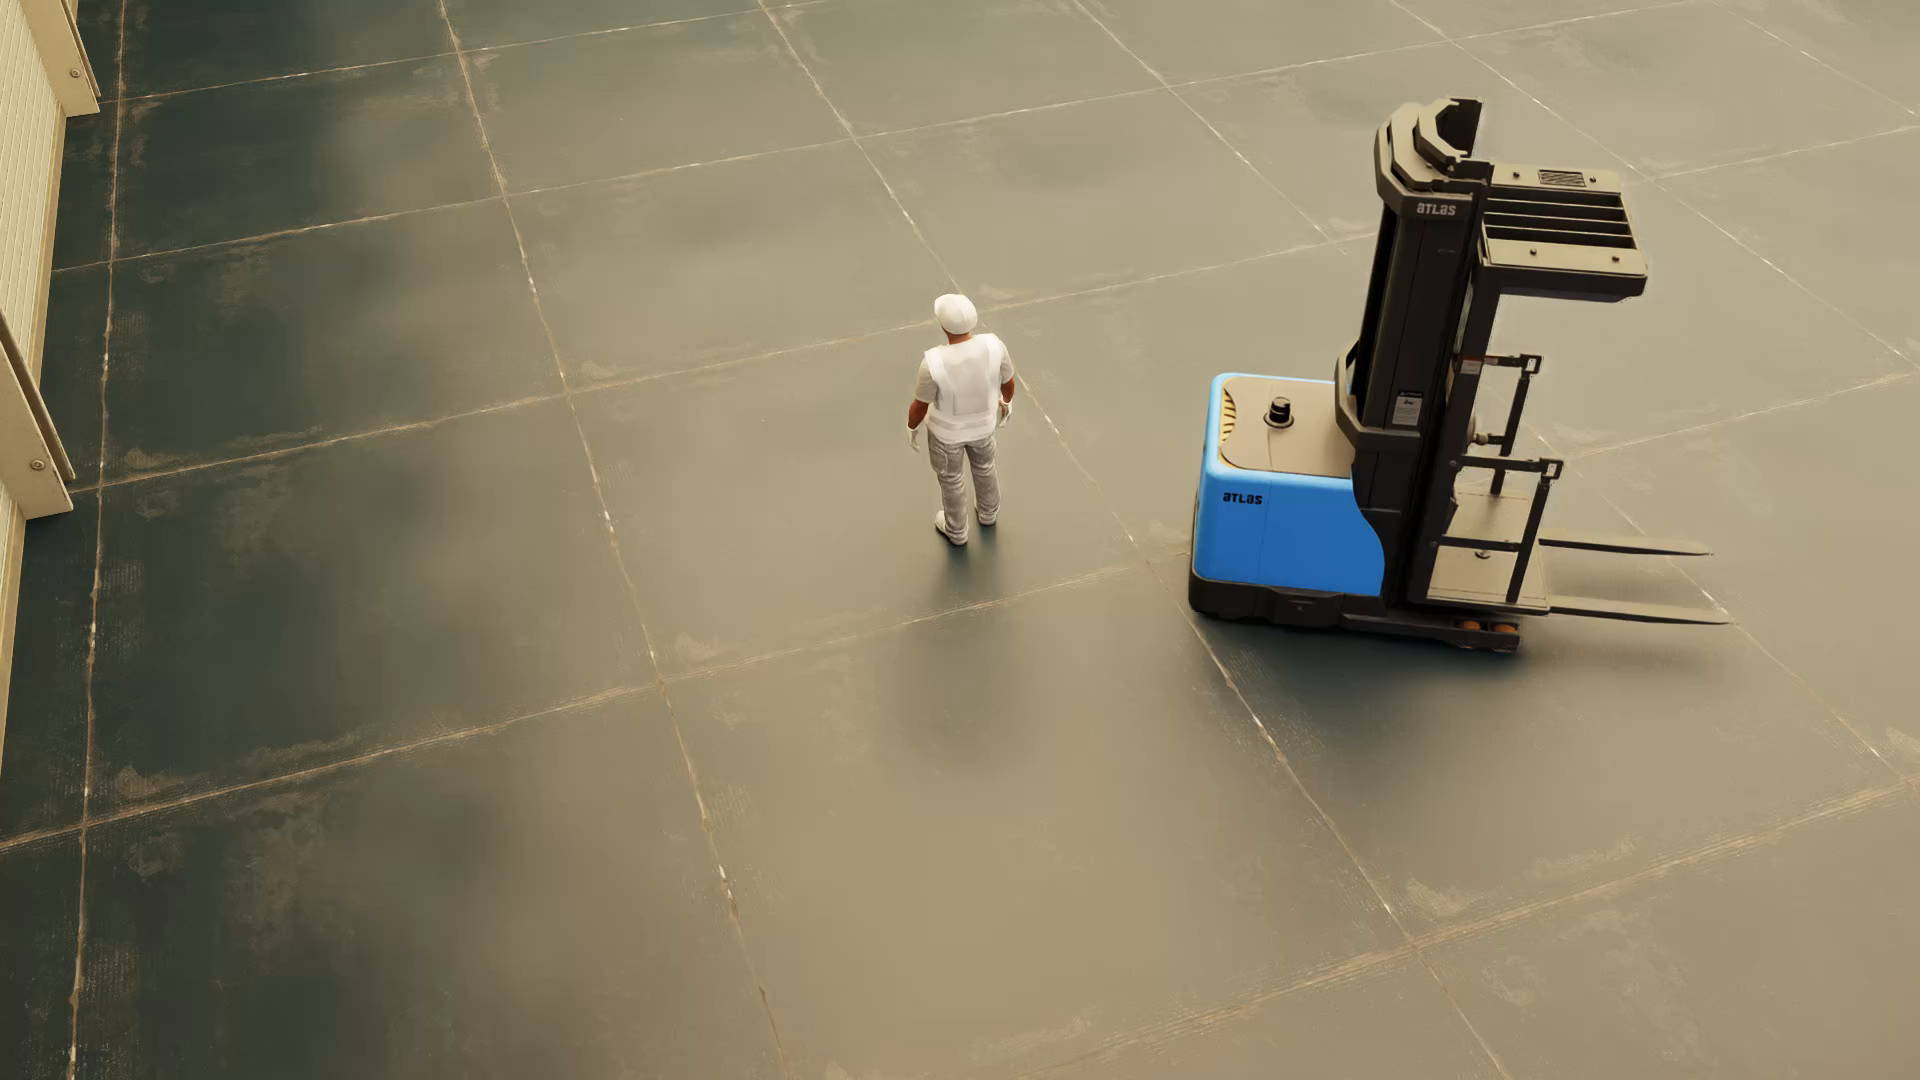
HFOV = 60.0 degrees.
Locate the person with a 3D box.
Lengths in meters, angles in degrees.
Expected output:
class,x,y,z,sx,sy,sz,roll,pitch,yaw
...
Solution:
class,x,y,z,sx,sy,sz,roll,pitch,yaw
person,-0.020,-0.739,9.758,0.656,1.781,0.559,-13,42,-15
